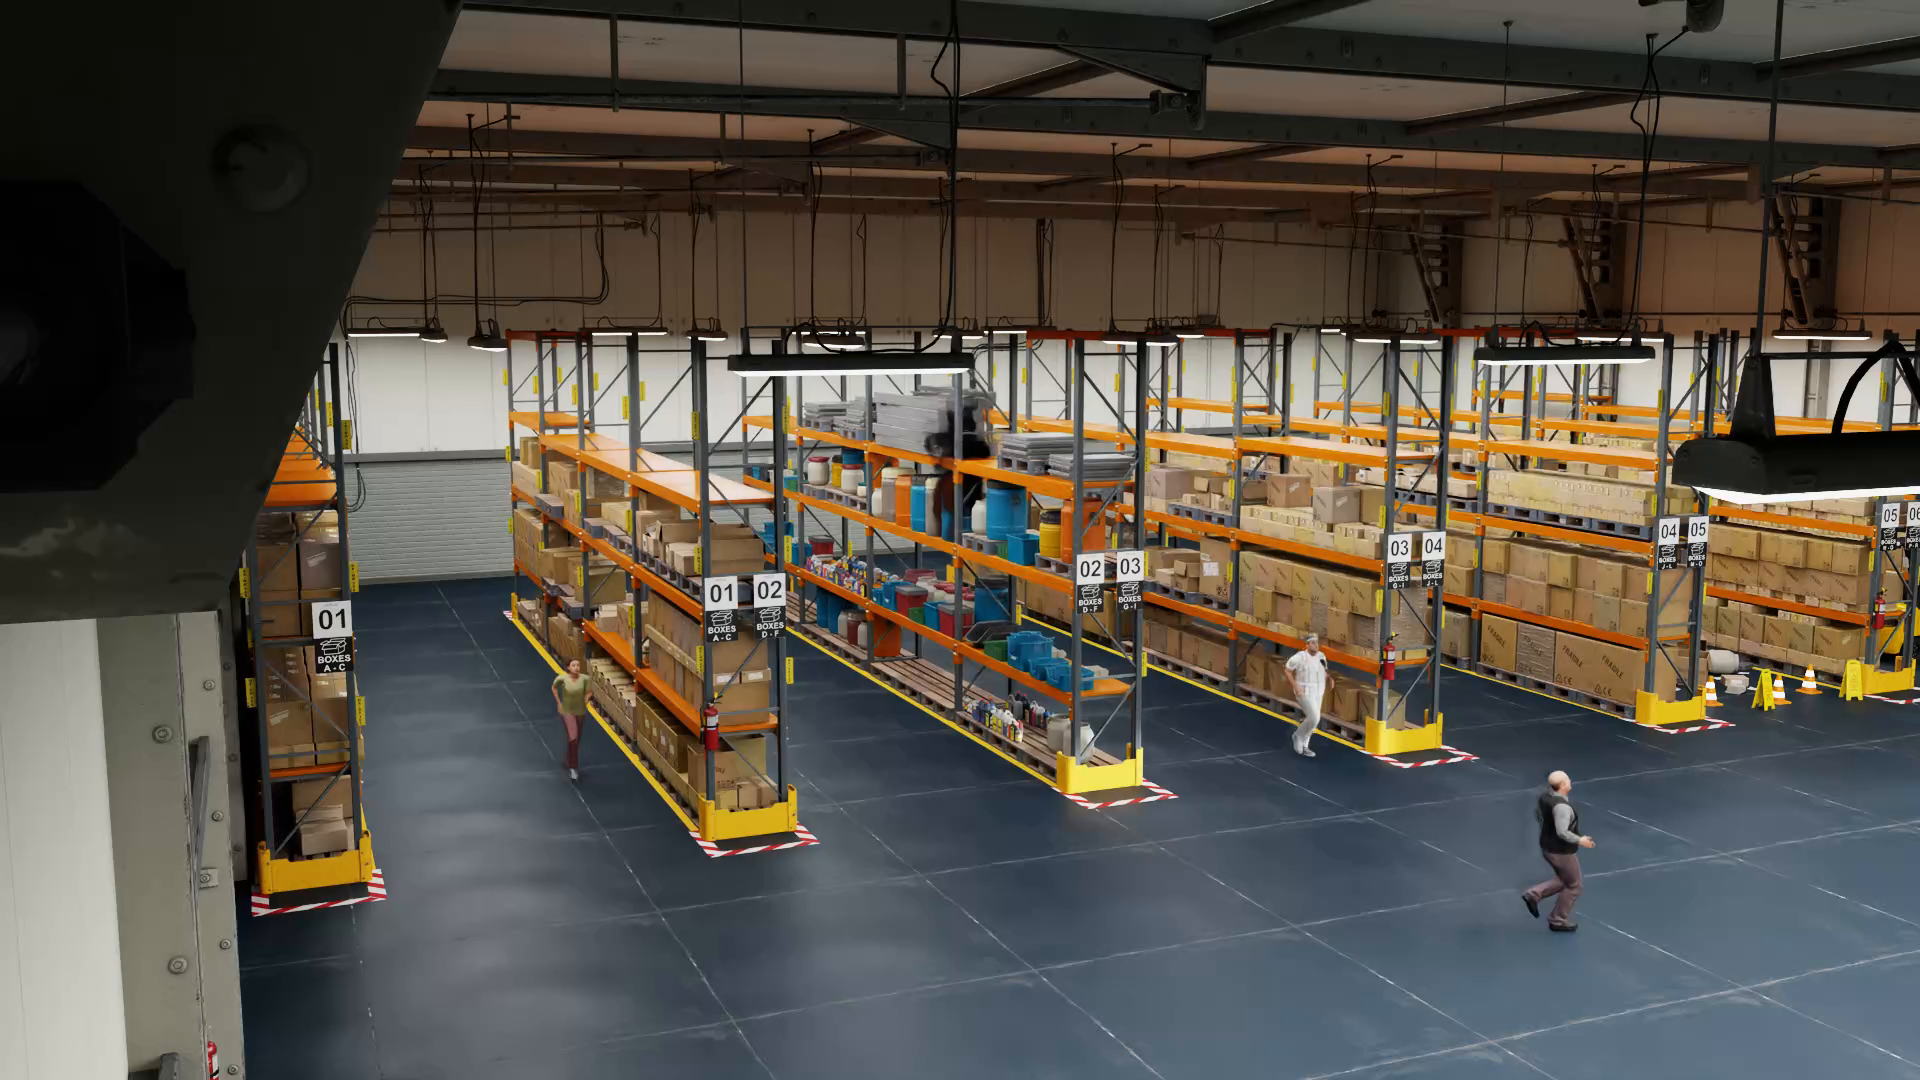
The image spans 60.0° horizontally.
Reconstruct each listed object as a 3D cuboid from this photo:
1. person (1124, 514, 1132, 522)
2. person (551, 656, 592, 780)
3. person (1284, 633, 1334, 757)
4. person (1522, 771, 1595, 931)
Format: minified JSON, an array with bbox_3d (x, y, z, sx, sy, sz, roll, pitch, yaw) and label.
[{"bbox_3d":[4.078,-0.095,41.400,0.819,1.647,0.603,-5,9,-35],"label":"person"},{"bbox_3d":[-5.313,2.417,22.884,0.493,1.700,0.799,-5,9,-34],"label":"person"},{"bbox_3d":[5.048,2.210,23.796,0.653,1.781,0.578,-4,9,-28],"label":"person"},{"bbox_3d":[6.148,3.189,17.094,0.609,1.672,0.657,0,8,-2],"label":"person"}]
